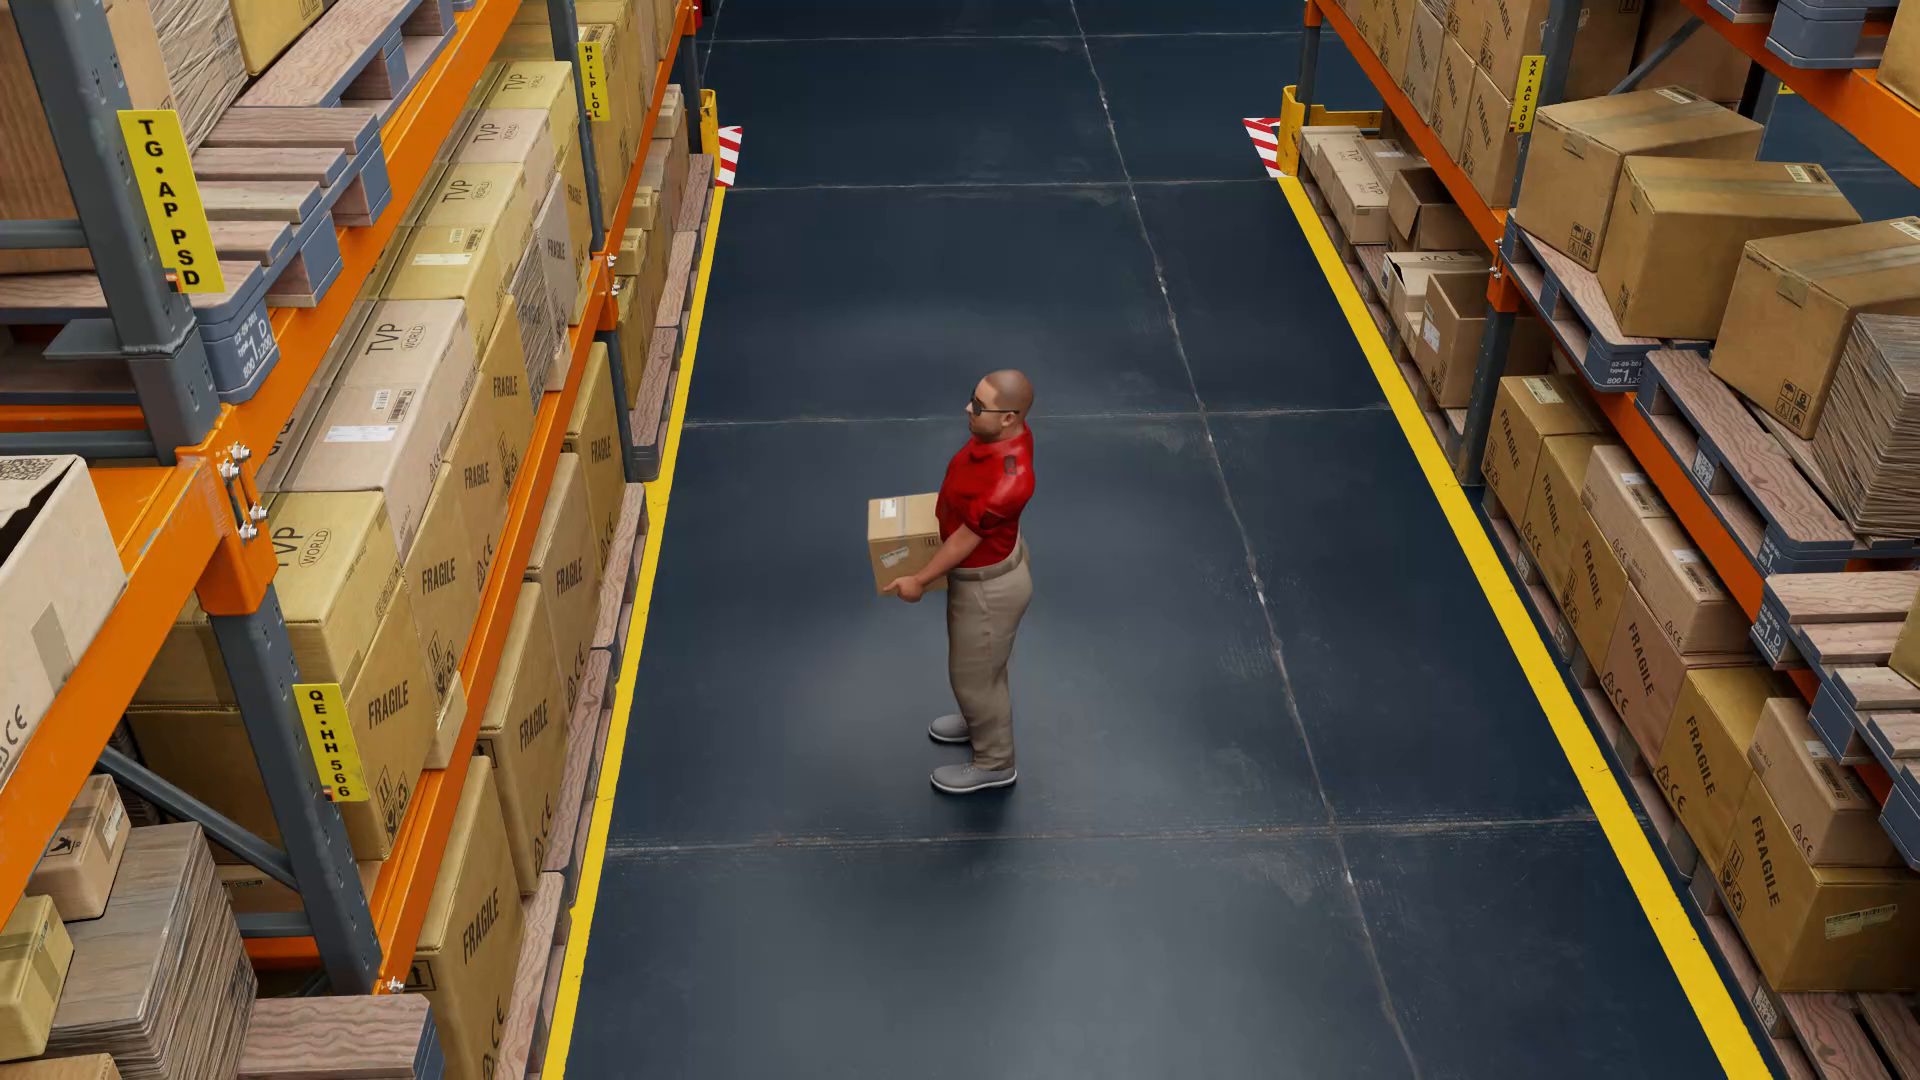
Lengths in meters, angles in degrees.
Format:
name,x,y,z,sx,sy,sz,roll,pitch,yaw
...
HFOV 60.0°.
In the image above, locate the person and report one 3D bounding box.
name,x,y,z,sx,sy,sz,roll,pitch,yaw
person,-0.005,0.149,5.958,0.530,1.716,0.495,-1,35,-1
